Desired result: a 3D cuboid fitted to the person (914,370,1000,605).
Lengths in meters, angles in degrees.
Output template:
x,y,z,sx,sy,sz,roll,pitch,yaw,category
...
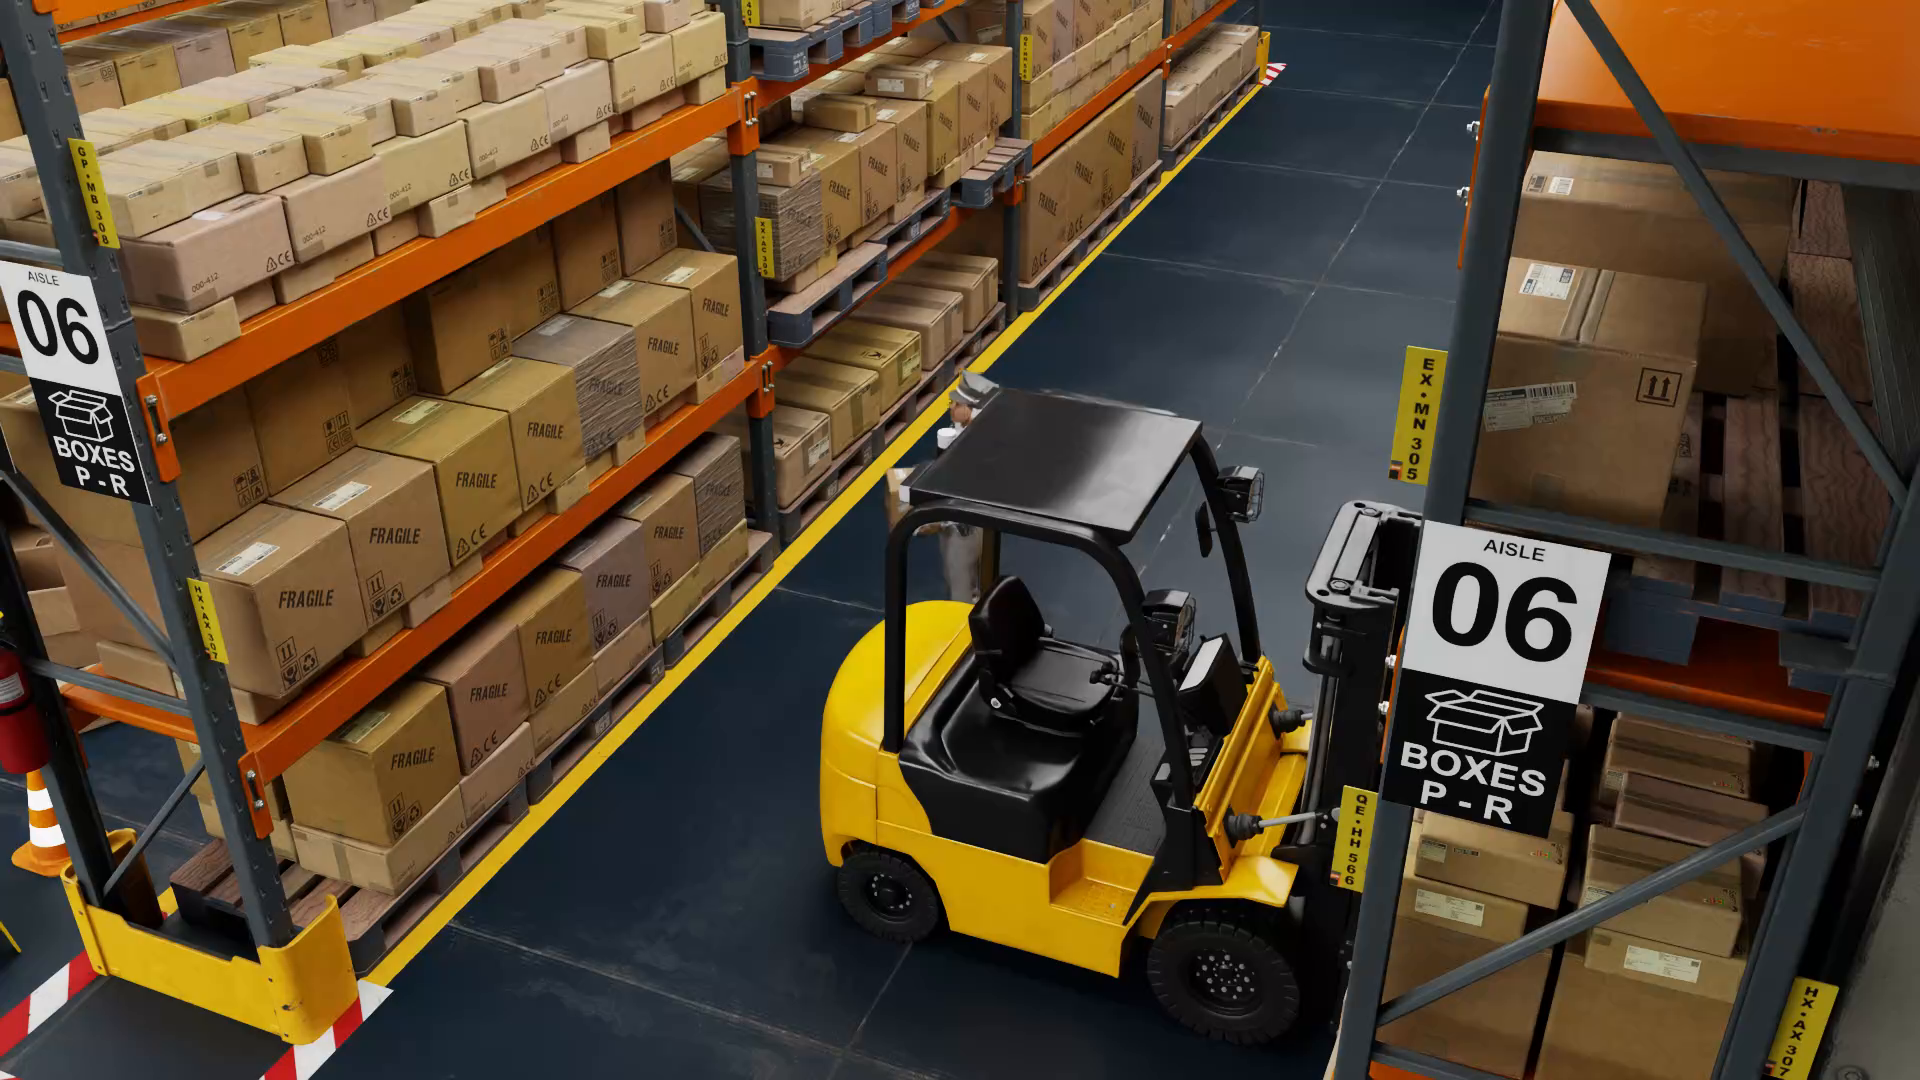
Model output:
x,y,z,sx,sy,sz,roll,pitch,yaw,category
-0.056,-0.083,8.503,0.554,1.693,0.466,-3,30,-5,person
